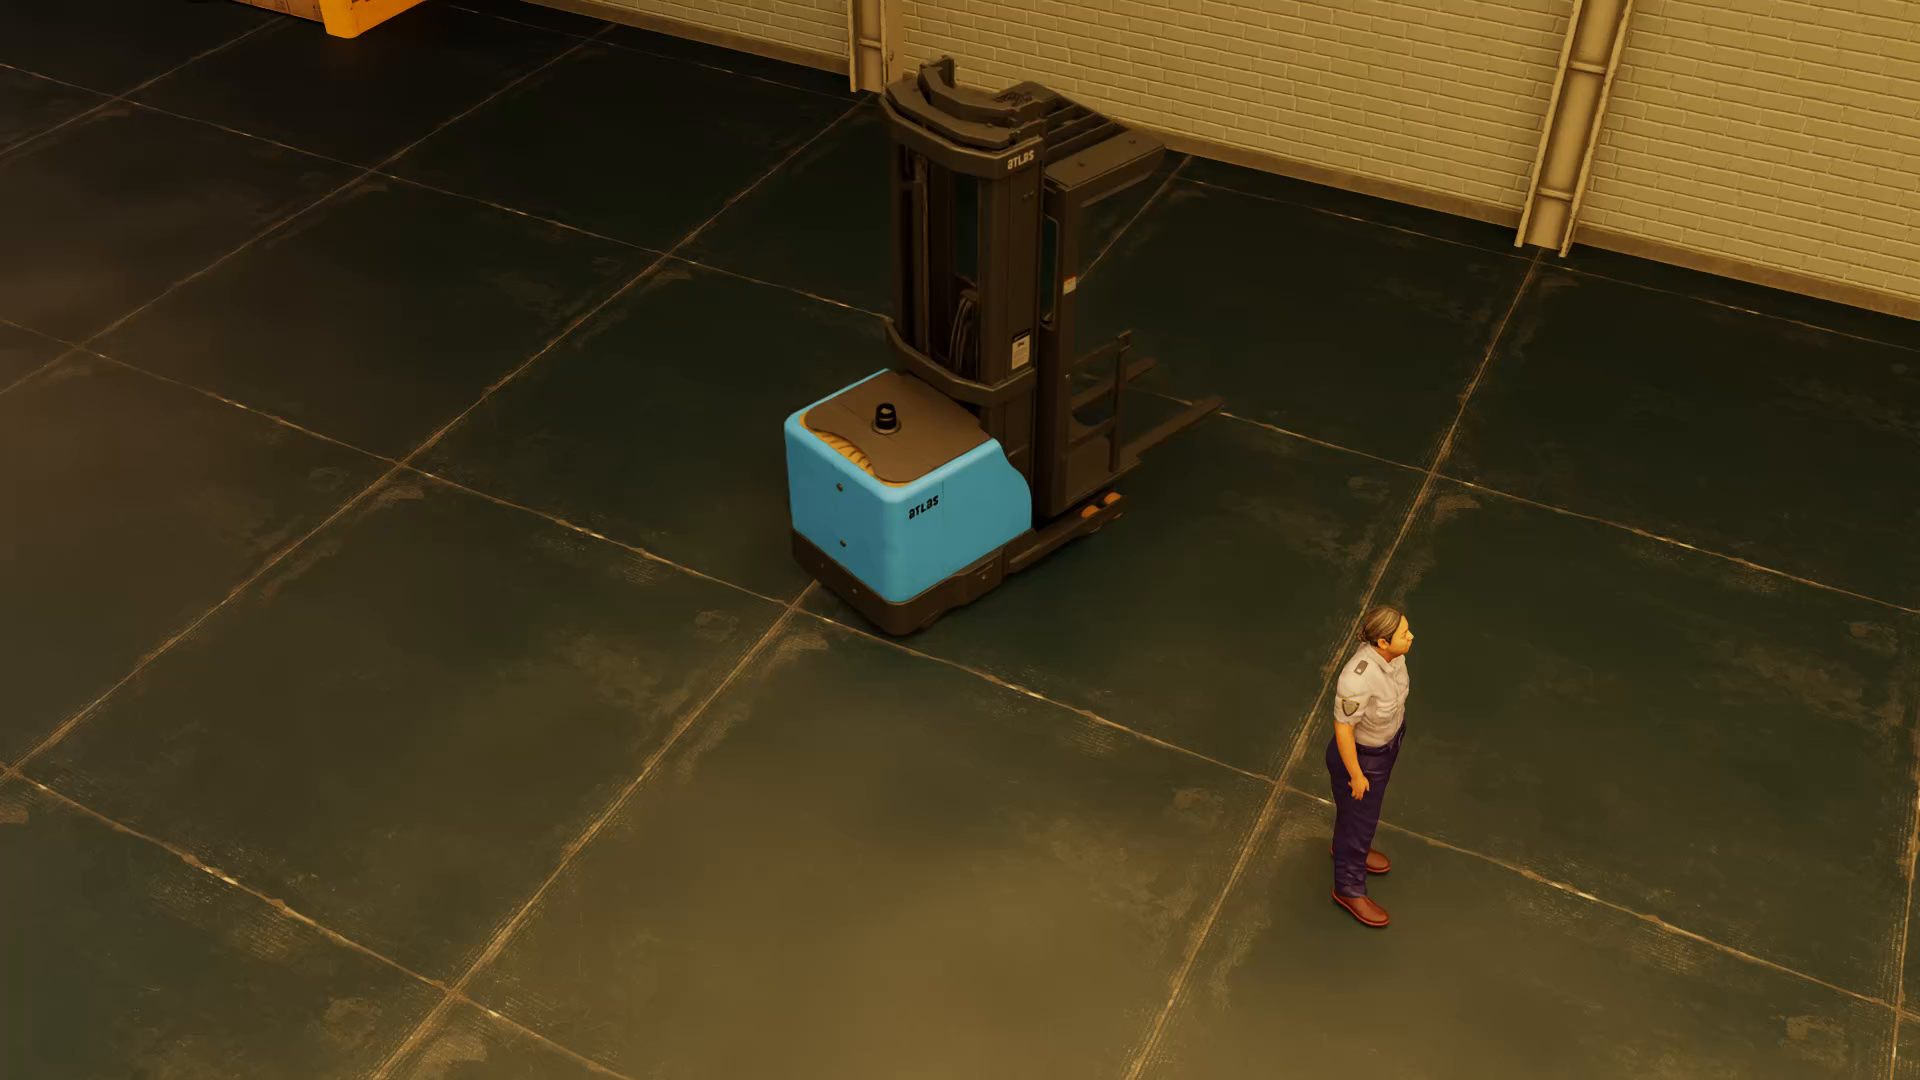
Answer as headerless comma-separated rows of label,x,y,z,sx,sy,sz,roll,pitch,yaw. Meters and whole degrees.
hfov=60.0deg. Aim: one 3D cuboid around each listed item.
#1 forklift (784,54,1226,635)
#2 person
forklift,0.416,-1.396,9.643,3.031,2.935,1.130,-30,49,-31
person,1.977,1.014,7.769,0.502,1.651,0.598,21,44,23
